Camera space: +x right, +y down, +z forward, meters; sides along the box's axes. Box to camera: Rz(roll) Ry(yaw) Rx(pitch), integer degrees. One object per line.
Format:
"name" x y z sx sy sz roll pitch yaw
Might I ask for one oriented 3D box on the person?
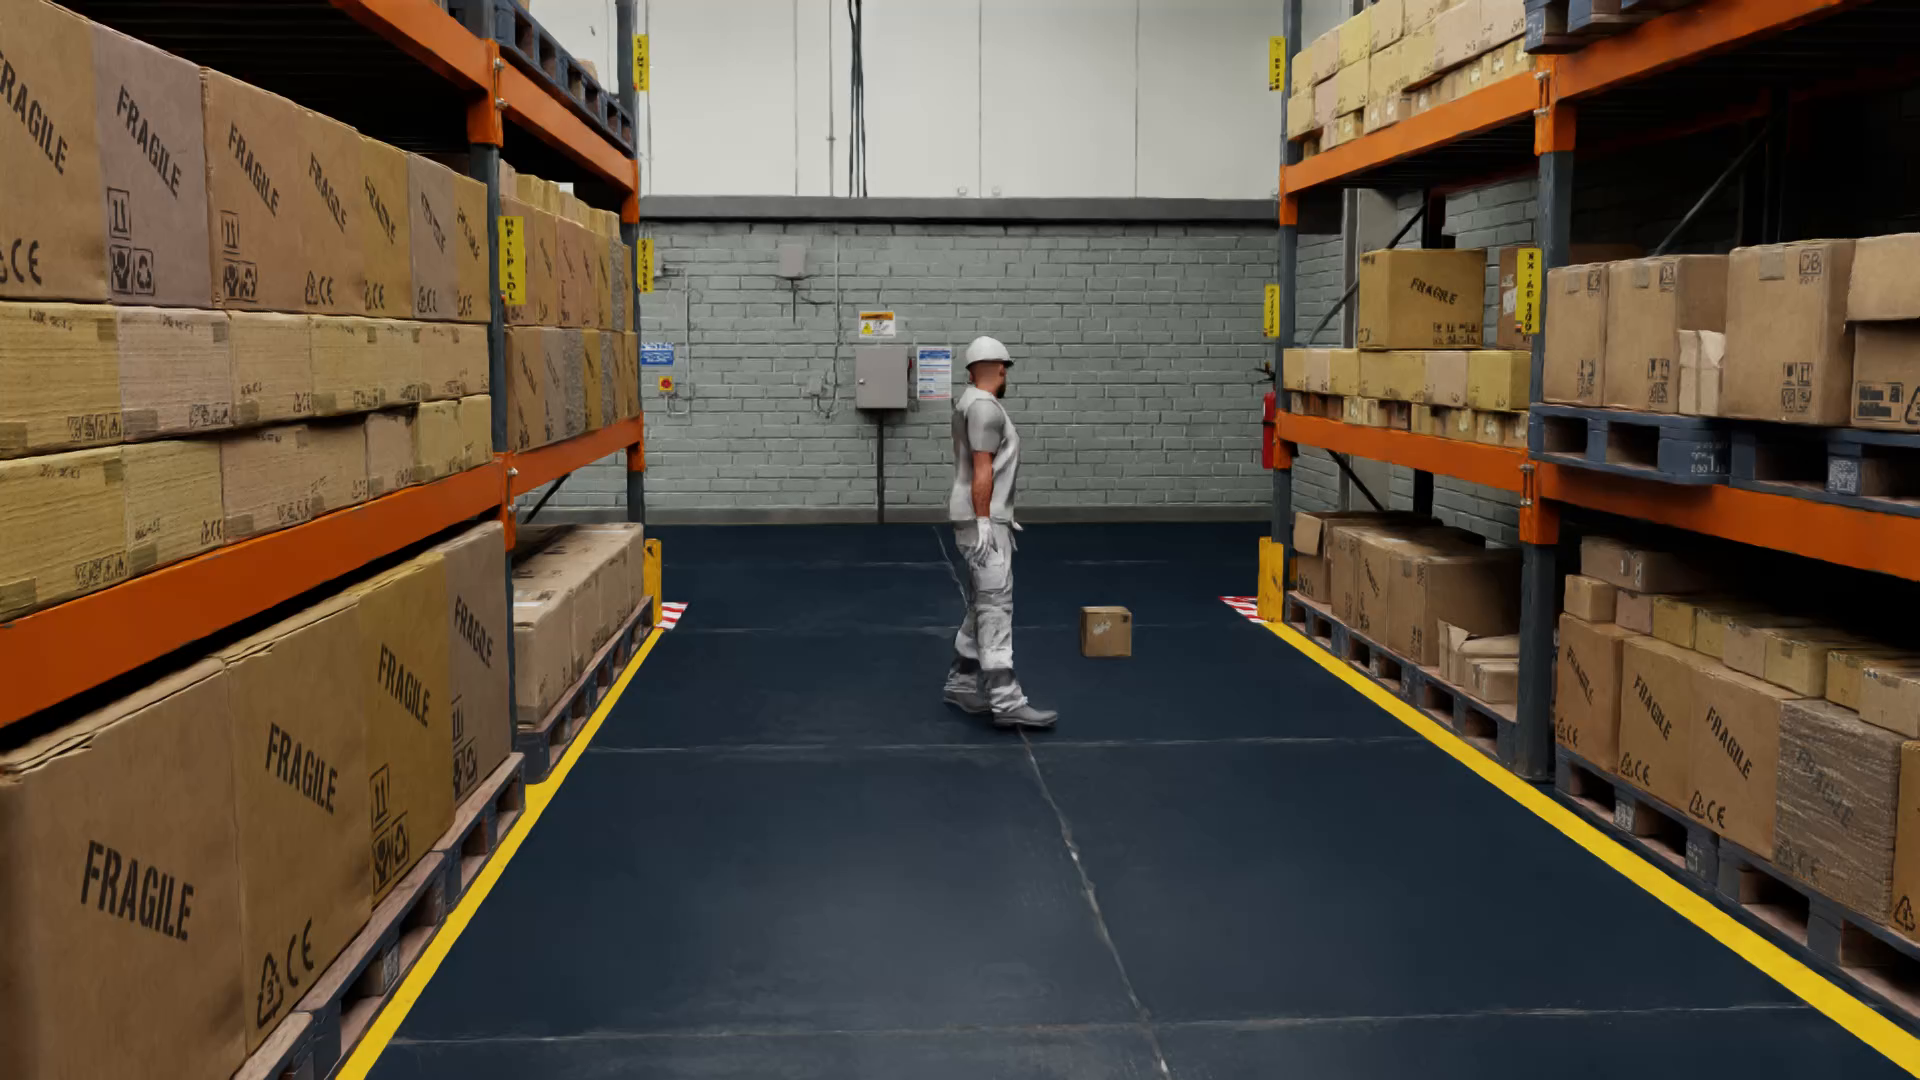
"person" 0.185 -0.051 7.688 0.546 1.771 0.652 0 7 2
